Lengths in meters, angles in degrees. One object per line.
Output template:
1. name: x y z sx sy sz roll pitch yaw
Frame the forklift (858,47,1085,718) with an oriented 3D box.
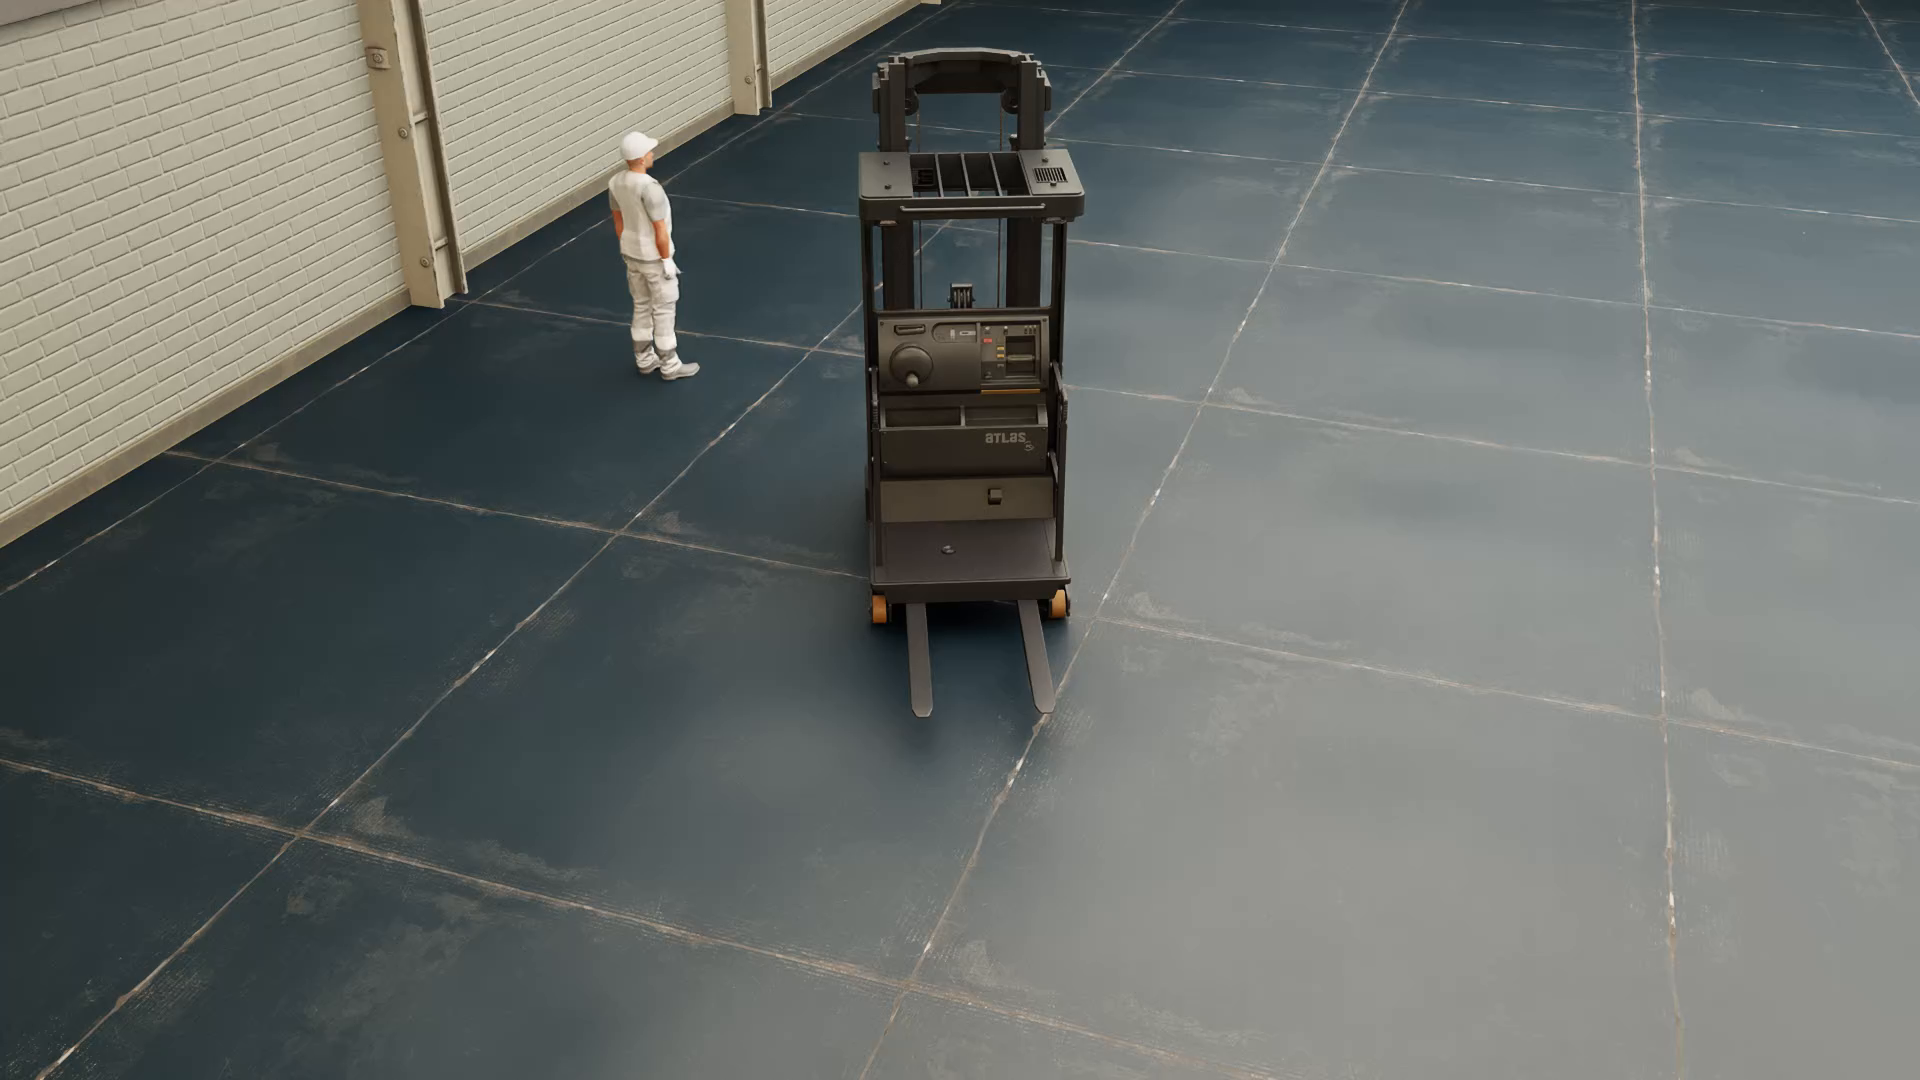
1. forklift: 0.035 -0.972 8.842 1.130 2.935 3.031 -2 30 -3

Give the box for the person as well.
1. person: -2.203 -2.023 11.838 0.525 1.795 0.368 22 36 33
